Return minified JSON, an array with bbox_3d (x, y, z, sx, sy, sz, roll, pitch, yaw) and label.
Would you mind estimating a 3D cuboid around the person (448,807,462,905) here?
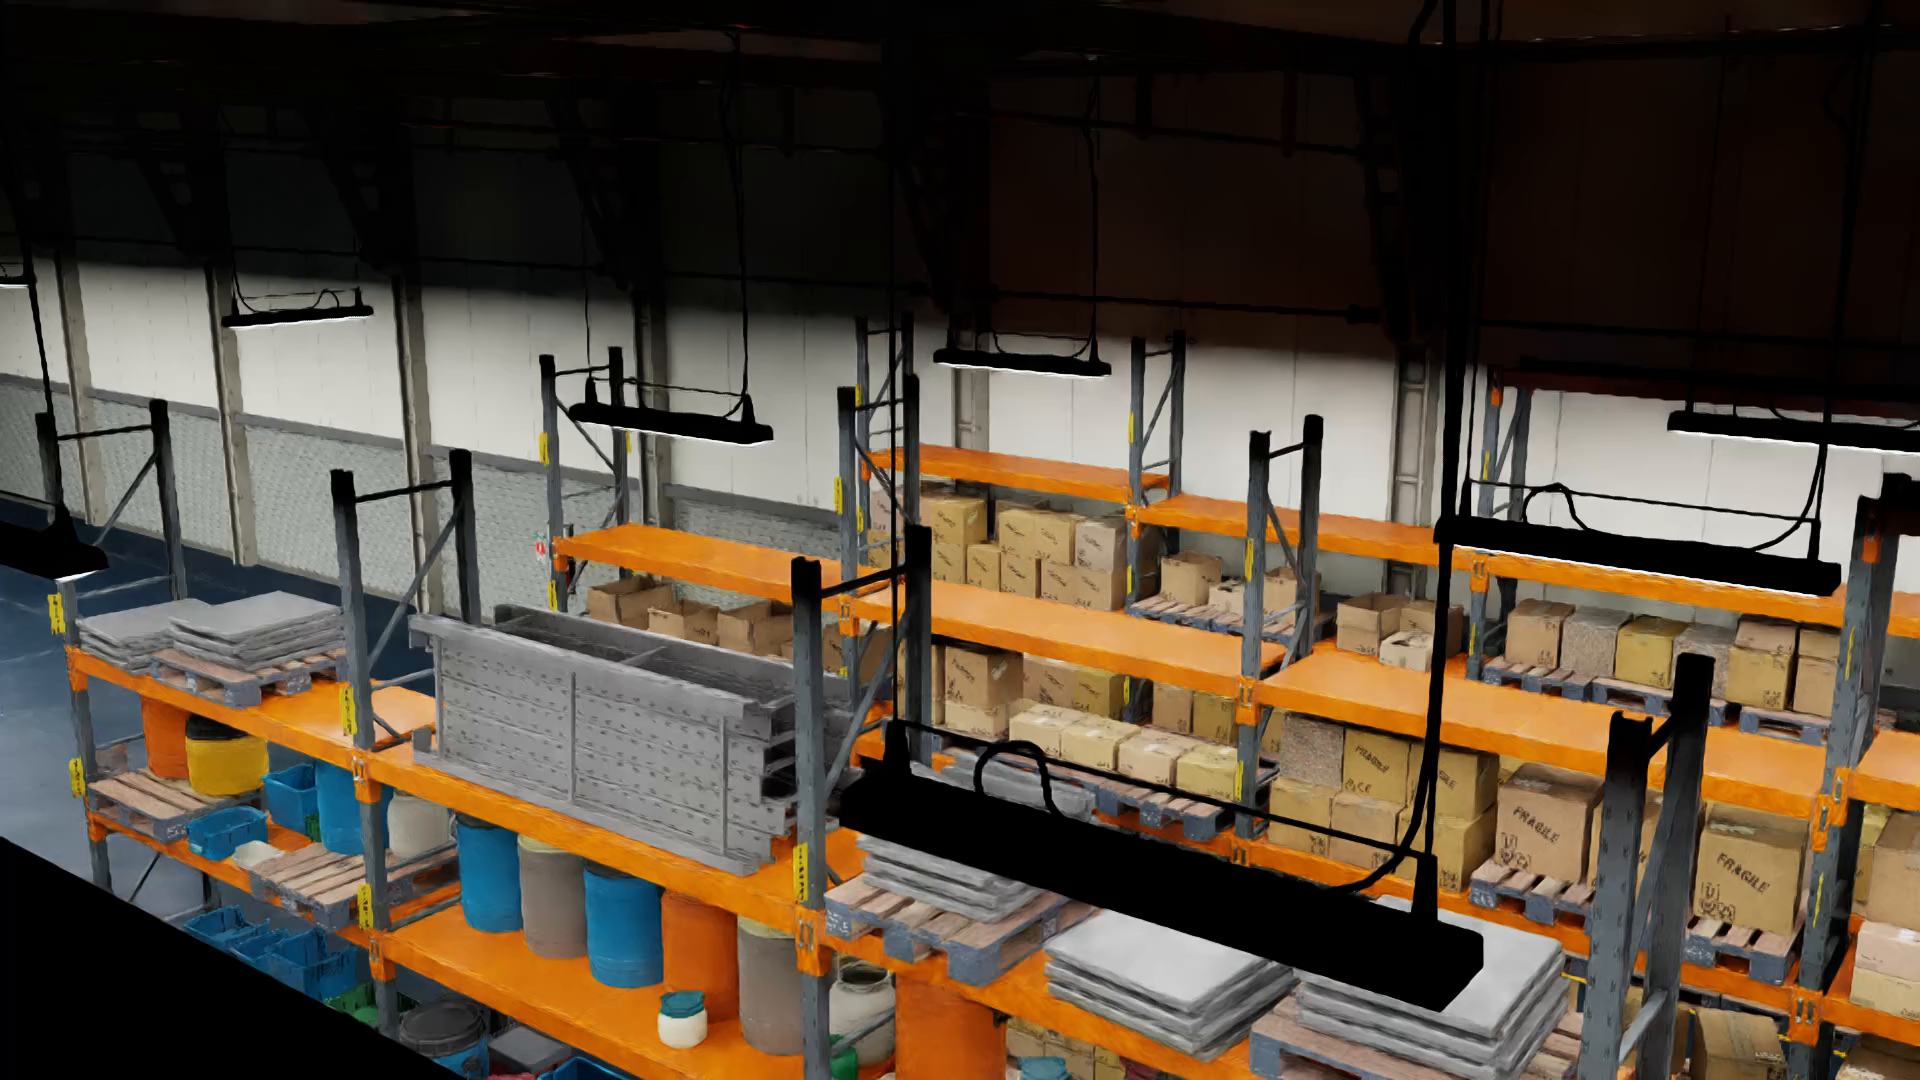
[{"bbox_3d":[-5.032,3.296,17.151,0.498,1.777,0.735,-1,13,-4],"label":"person"}]
